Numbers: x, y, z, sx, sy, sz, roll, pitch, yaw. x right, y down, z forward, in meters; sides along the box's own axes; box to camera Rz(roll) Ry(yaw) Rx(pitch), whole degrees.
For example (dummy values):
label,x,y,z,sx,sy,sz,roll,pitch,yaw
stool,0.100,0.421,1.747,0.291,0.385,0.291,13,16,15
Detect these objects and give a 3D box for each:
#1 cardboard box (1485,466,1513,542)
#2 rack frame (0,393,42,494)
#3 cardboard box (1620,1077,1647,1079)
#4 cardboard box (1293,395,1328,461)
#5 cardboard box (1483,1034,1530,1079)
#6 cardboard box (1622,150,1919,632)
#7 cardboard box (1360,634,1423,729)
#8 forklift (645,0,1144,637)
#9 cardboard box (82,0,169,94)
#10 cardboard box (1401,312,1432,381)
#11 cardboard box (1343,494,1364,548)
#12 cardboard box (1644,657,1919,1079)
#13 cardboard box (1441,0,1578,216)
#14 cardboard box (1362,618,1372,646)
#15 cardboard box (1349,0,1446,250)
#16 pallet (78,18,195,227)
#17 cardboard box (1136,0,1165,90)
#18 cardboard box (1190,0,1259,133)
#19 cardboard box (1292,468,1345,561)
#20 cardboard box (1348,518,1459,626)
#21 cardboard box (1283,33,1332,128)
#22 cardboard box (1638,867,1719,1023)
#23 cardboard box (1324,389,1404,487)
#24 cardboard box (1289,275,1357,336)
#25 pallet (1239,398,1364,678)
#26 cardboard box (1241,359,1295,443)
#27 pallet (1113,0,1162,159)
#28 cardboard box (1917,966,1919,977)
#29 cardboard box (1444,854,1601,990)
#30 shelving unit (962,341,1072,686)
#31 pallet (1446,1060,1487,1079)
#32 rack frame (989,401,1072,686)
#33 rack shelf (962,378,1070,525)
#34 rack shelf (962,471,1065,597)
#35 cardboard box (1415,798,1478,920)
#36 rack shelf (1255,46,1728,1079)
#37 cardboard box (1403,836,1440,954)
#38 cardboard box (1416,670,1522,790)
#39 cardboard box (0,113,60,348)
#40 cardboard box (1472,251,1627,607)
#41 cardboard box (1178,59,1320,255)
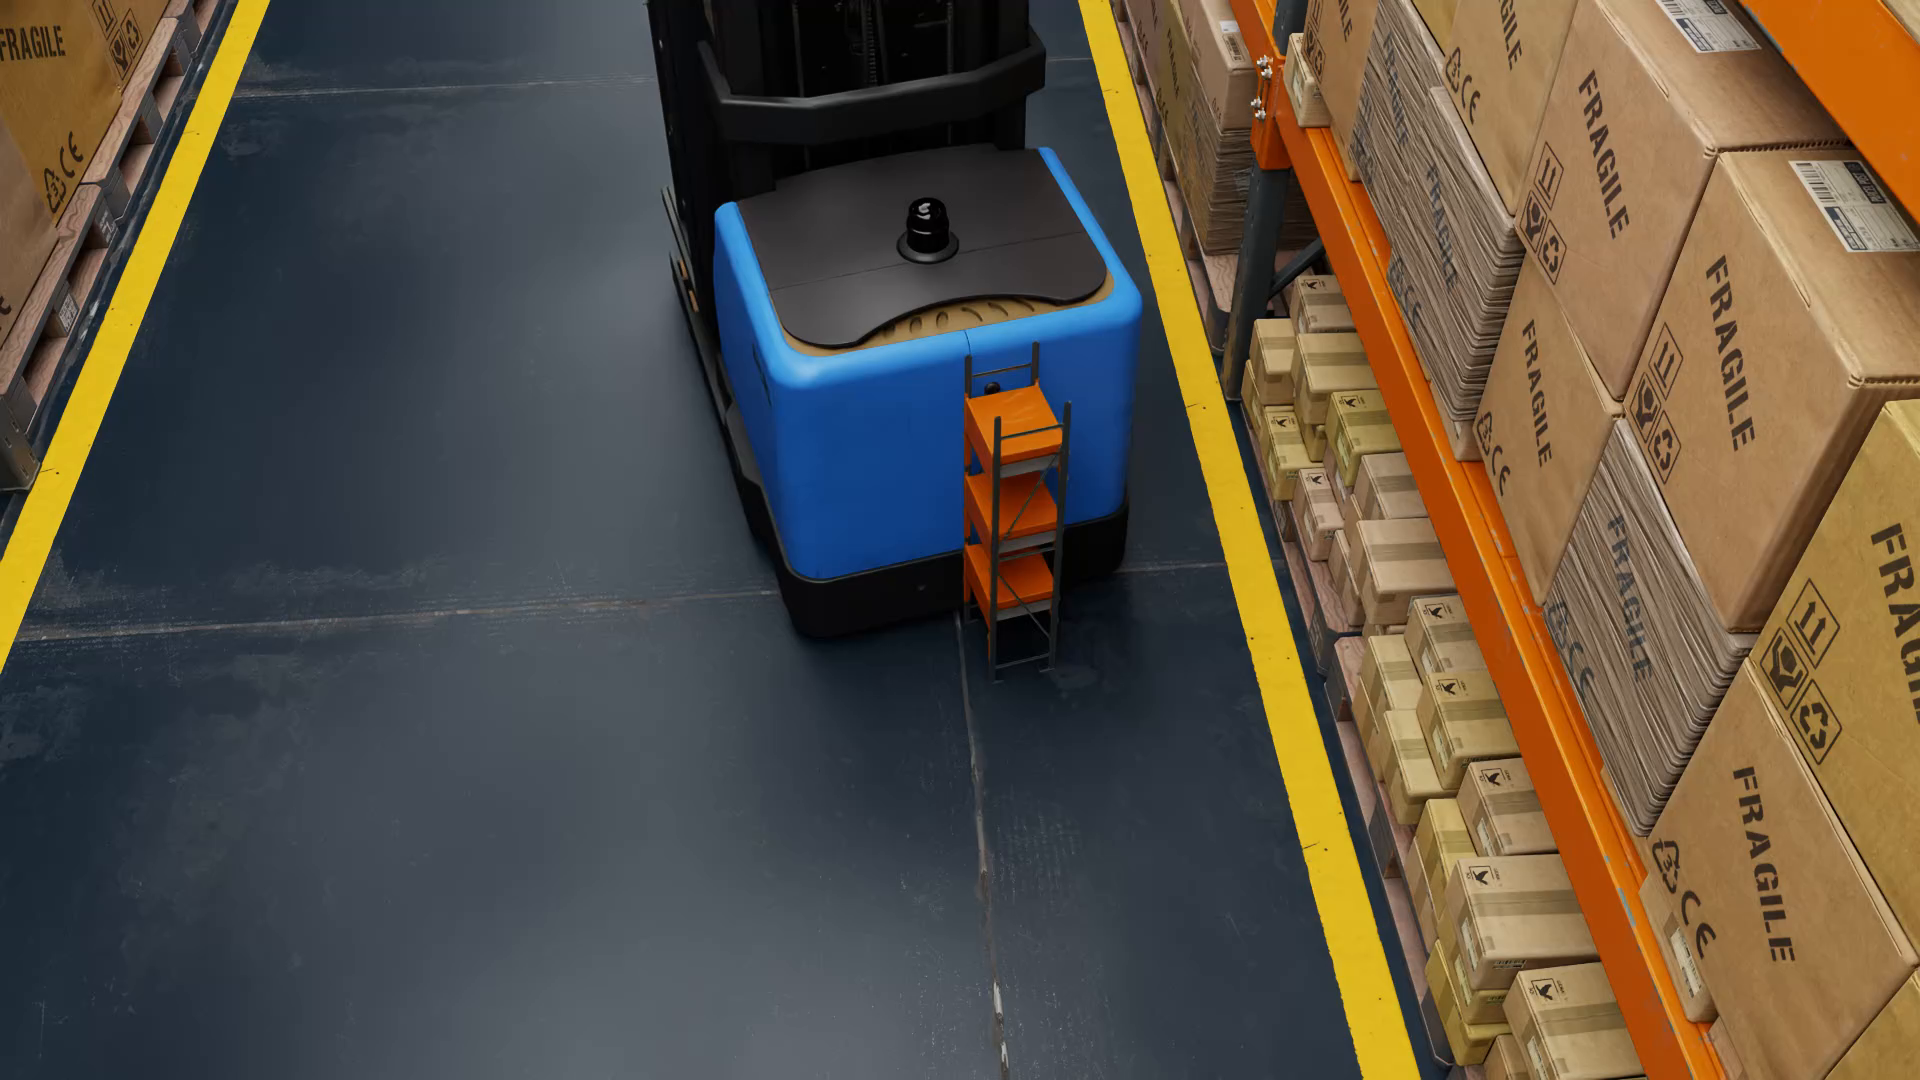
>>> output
label,x,y,z,sx,sy,sz,roll,pitch,yaw
cardboard box,1.330,-0.123,3.473,0.380,0.149,0.250,-2,47,-2
rack frame,-3.519,-1.201,4.321,1.000,3.000,0.127,-3,47,-3
cardboard box,1.331,1.218,3.295,0.380,0.149,0.250,-4,47,-4
cardboard box,1.228,-0.382,5.015,0.380,0.149,0.250,-3,47,-3
cardboard box,1.396,1.233,3.691,0.380,0.149,0.250,-3,47,-3
cardboard box,1.359,-0.219,2.429,0.500,0.500,0.500,-1,47,-1
cardboard box,1.261,0.375,4.299,0.380,0.149,0.250,-4,47,-4
forklift,-0.415,-1.816,4.951,1.130,2.935,3.031,-13,48,-12
cardboard box,-3.808,-2.358,6.592,0.875,0.875,0.875,-3,47,-3
cardboard box,1.246,-0.508,3.838,0.380,0.149,0.250,-3,47,-3
cardboard box,1.304,-0.012,4.665,0.380,0.149,0.250,-6,47,-5
cardboard box,1.408,0.500,2.437,0.500,0.500,0.500,-4,47,-4
cardboard box,1.270,-0.973,3.144,0.500,0.500,0.500,-3,47,-3
cardboard box,1.339,0.286,4.587,0.380,0.149,0.250,-5,47,-5
cardboard box,1.244,-0.980,3.839,0.500,0.500,0.500,-3,47,-3
pallet,-3.764,-1.680,6.696,1.003,0.211,1.213,-3,47,-3
cardboard box,1.011,-2.122,6.627,0.500,0.500,0.500,-4,47,-4
cardboard box,1.091,-1.641,5.654,0.500,0.250,0.500,-5,47,-4
cardboard box,1.211,-0.087,4.940,0.380,0.149,0.250,-4,47,-3
cardboard box,1.247,0.078,4.375,0.380,0.149,0.250,-3,47,-2
cardboard box,1.103,-1.264,4.554,0.380,0.149,0.250,-2,47,-2
cardboard box,1.367,0.641,2.750,0.380,0.149,0.250,-2,47,-2
cardboard box,1.262,-0.299,4.731,0.380,0.149,0.250,-4,47,-4
cardboard box,1.228,-0.682,5.094,0.380,0.149,0.250,-2,47,-2
pallet,1.497,-0.132,5.230,1.003,0.211,1.213,-3,47,-3
cardboard box,1.116,-0.456,5.290,0.380,0.149,0.250,-5,47,-5
pallet,1.234,-2.064,7.059,1.003,0.211,1.213,-3,47,-3
cardboard box,1.454,0.523,1.727,0.500,0.500,0.500,-4,47,-4
cardboard box,1.295,0.836,3.657,0.380,0.149,0.250,-2,47,-2
shelving unit,0.144,-0.044,4.569,0.215,1.050,0.252,-13,48,-12
pallet,1.701,1.633,3.558,1.003,0.211,1.213,-3,47,-3
rack frame,0.180,0.040,4.489,0.200,1.050,0.008,-13,48,-12
rack shelf,0.144,-0.232,4.371,0.215,0.259,0.240,-13,48,-12
rack shelf,0.144,-0.037,4.577,0.215,0.259,0.240,-13,48,-12
cardboard box,1.307,0.752,3.941,0.380,0.149,0.250,-1,47,-1
rack shelf,1.573,0.120,3.566,1.077,0.370,4.000,-3,47,-3
cardboard box,1.309,0.853,4.050,0.380,0.149,0.250,-3,47,-3
cardboard box,1.333,0.451,4.022,0.380,0.149,0.250,-3,47,-3
cardboard box,-3.650,-1.058,5.360,0.875,0.875,0.875,-2,47,-2
cardboard box,1.325,-0.227,3.126,0.500,0.500,0.500,-1,47,-1
cardboard box,1.092,-1.380,5.923,0.500,0.500,0.500,-4,47,-4
